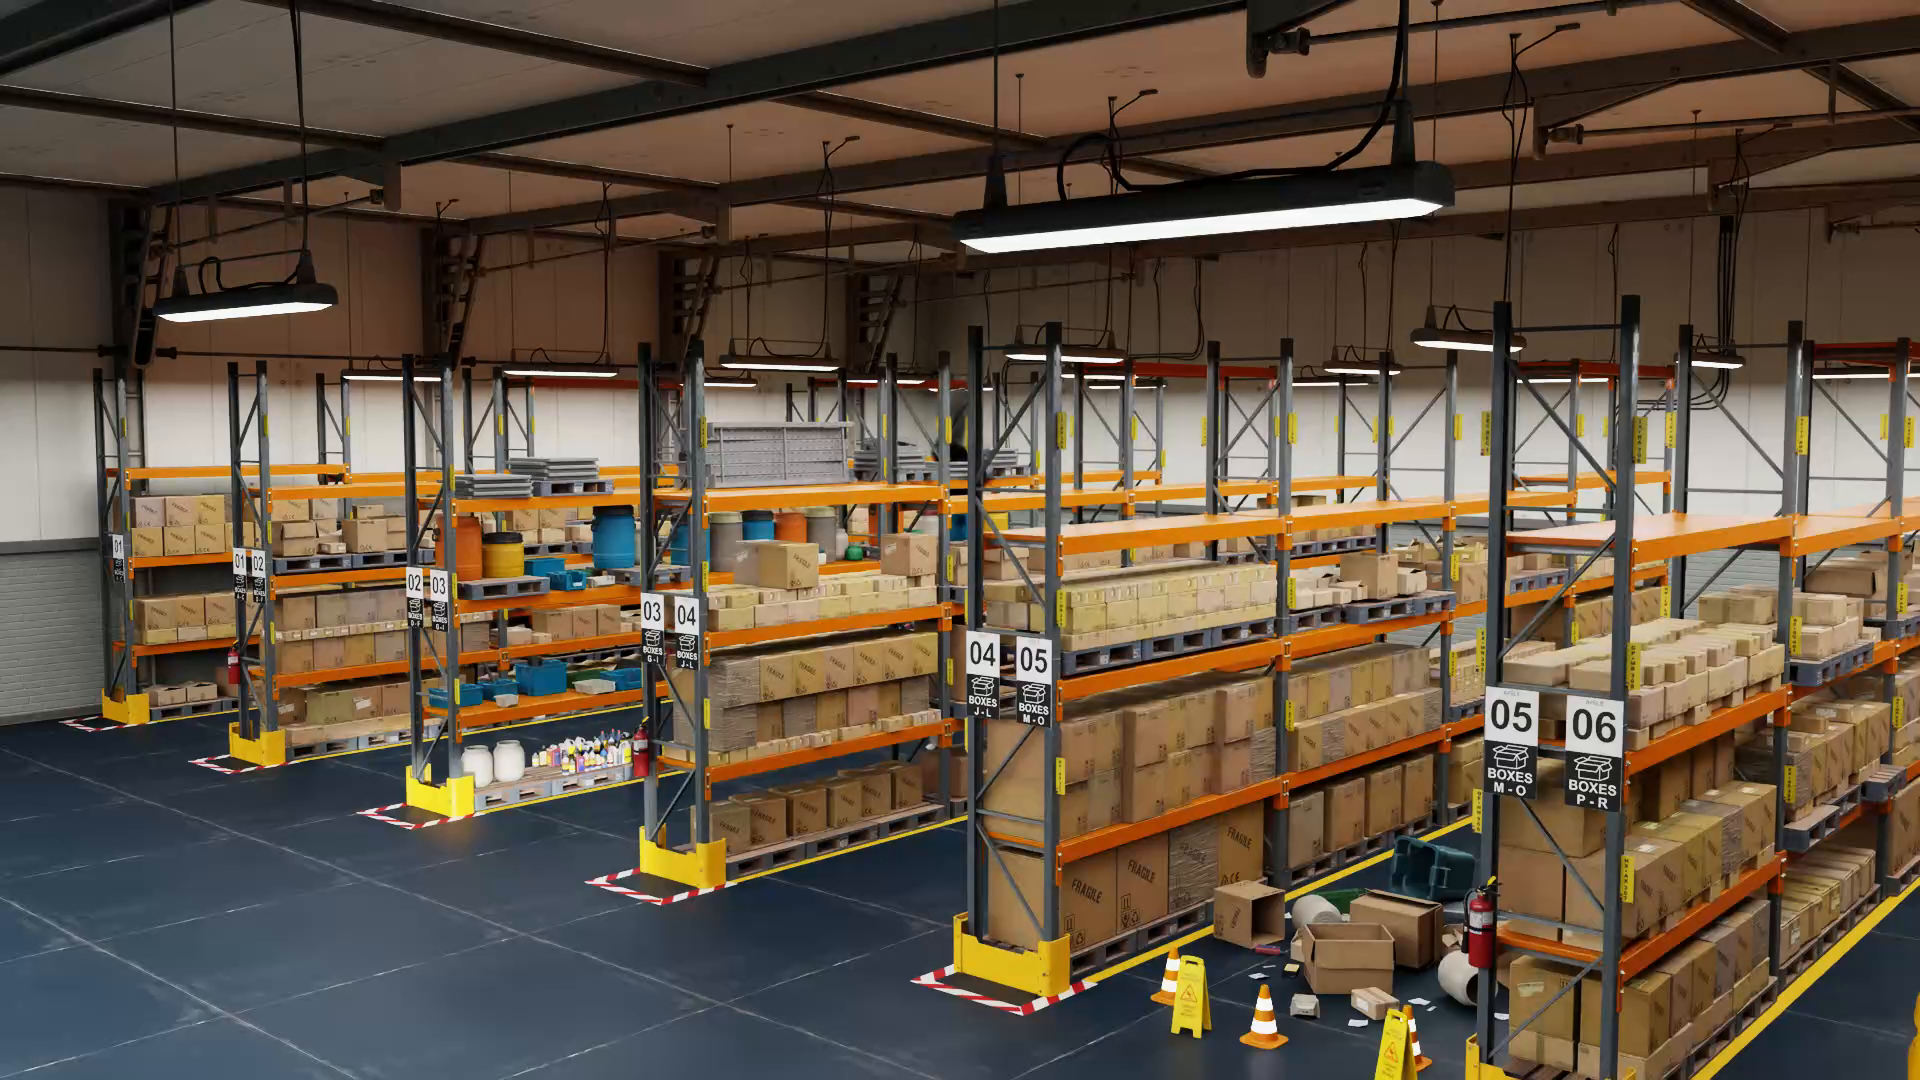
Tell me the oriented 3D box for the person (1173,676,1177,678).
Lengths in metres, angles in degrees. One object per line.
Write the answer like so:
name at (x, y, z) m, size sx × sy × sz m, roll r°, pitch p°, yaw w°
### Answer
person at (3.165, 2.550, 23.257) m, size 0.568 × 1.576 × 0.710 m, roll 4°, pitch 6°, yaw 40°
